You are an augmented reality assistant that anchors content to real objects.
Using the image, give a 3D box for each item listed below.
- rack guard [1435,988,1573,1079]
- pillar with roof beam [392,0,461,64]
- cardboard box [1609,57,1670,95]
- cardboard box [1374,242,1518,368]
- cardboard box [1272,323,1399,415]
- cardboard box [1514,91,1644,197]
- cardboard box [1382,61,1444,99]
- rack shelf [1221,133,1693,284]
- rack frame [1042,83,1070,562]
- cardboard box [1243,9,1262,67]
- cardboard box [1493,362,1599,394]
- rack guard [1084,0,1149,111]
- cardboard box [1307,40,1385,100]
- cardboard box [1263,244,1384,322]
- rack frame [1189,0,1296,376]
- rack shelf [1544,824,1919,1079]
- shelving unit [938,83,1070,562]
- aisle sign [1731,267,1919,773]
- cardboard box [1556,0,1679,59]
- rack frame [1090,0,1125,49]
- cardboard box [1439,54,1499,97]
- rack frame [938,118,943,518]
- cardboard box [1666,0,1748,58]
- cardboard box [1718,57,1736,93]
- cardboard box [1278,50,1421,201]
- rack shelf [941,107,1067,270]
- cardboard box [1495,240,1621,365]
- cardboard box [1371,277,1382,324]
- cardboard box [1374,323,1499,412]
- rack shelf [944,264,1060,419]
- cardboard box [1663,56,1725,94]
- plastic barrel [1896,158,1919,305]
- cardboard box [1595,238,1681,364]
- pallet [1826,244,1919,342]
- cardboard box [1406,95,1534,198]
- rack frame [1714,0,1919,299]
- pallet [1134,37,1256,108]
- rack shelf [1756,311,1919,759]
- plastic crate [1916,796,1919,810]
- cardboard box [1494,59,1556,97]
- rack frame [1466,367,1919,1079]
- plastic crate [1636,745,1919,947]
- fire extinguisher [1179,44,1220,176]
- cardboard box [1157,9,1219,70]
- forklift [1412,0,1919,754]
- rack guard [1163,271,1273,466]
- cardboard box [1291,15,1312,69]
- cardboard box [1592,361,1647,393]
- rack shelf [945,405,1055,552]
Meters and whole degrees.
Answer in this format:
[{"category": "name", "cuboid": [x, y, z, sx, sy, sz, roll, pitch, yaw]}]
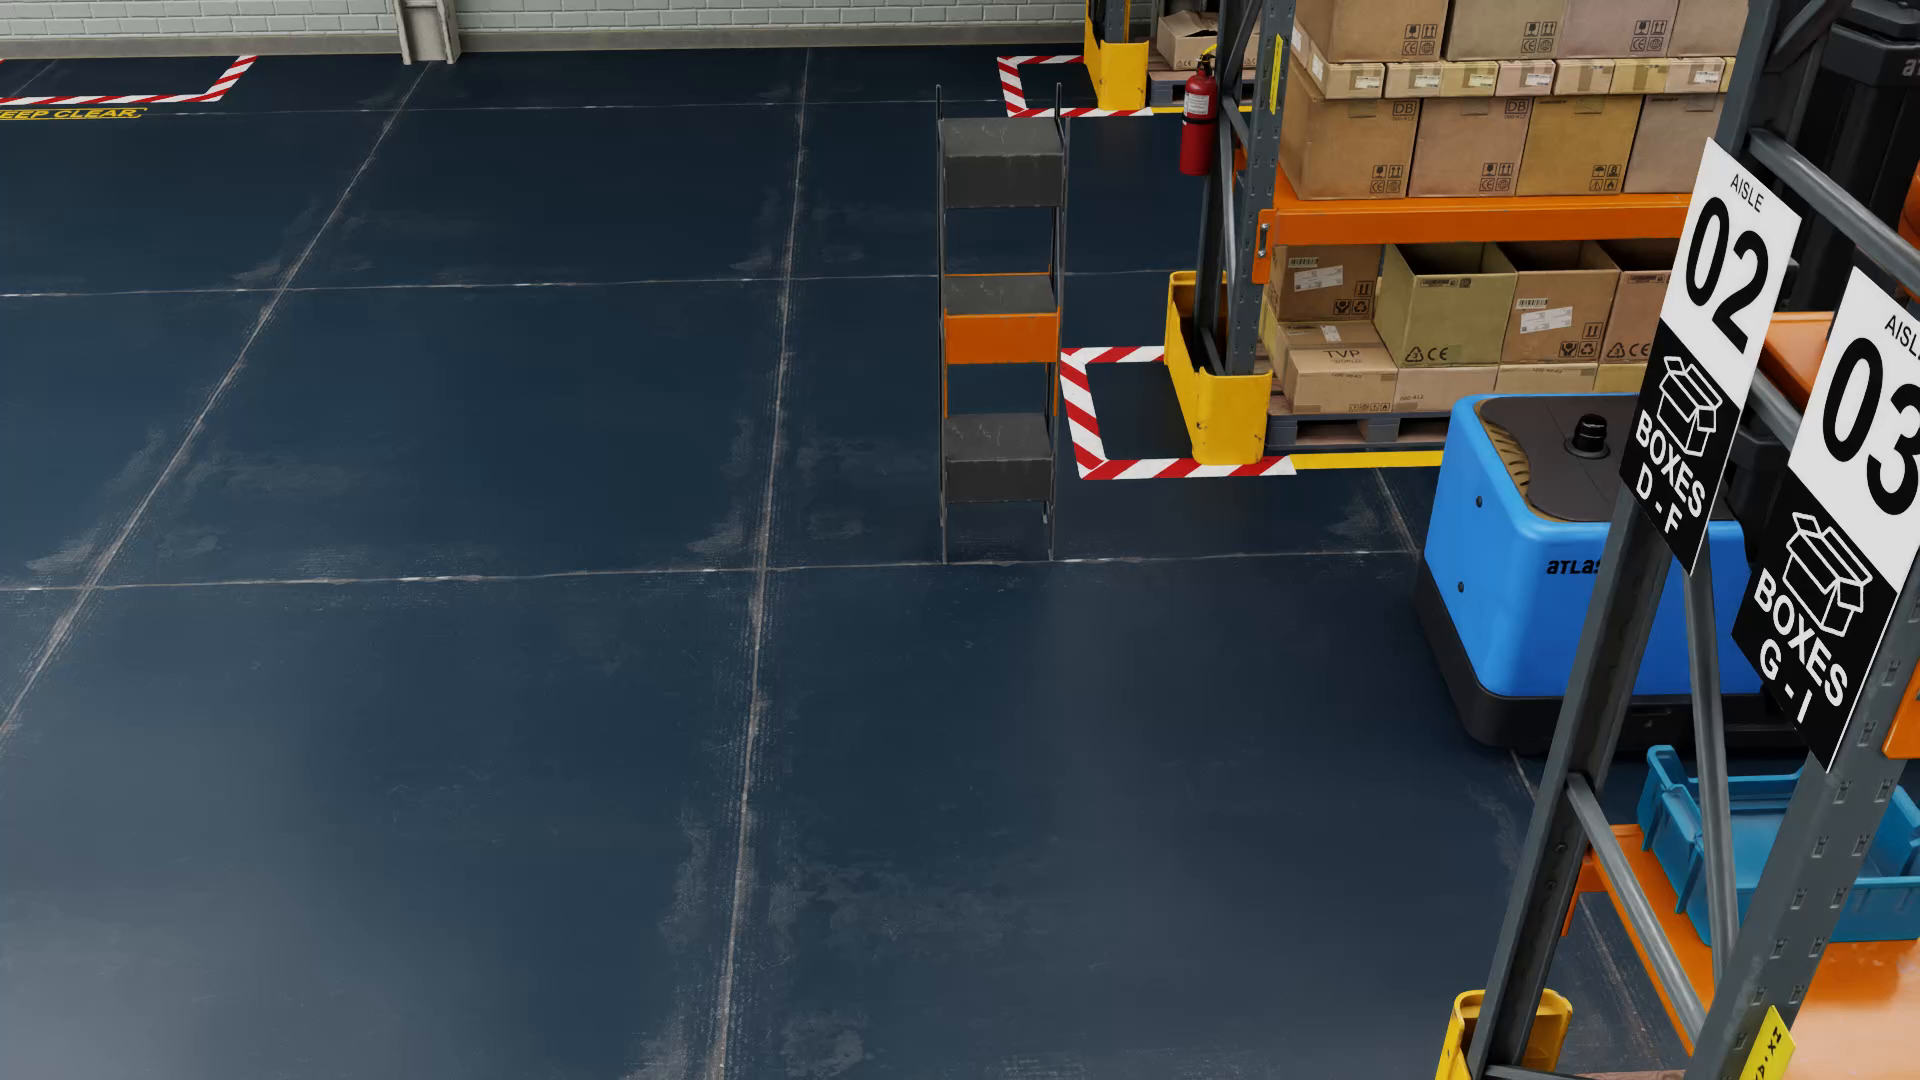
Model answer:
[{"category": "rack guard", "cuboid": [1.650, 1.874, 4.603, 0.348, 0.500, 1.175, -2, 35, -2]}, {"category": "pillar with roof beam", "cuboid": [-4.024, -5.125, 7.248, 0.400, 9.000, 9.100, -2, 35, -2]}, {"category": "cardboard box", "cuboid": [3.034, -2.173, 7.596, 0.250, 0.149, 0.380, -2, 35, -3]}, {"category": "cardboard box", "cuboid": [2.391, -1.194, 8.227, 0.500, 0.500, 0.500, -2, 35, -2]}, {"category": "cardboard box", "cuboid": [1.892, -0.871, 8.420, 0.500, 0.250, 0.500, -2, 35, -2]}, {"category": "cardboard box", "cuboid": [2.833, -2.014, 7.937, 0.500, 0.500, 0.700, -1, 35, -2]}, {"category": "cardboard box", "cuboid": [2.011, -2.146, 7.556, 0.250, 0.149, 0.380, -2, 35, -3]}, {"category": "rack shelf", "cuboid": [3.343, -1.699, 8.201, 4.000, 0.370, 1.077, -2, 35, -2]}, {"category": "rack frame", "cuboid": [0.409, -0.874, 7.168, 0.015, 2.100, 0.400, -2, 35, -2]}, {"category": "cardboard box", "cuboid": [2.372, -3.815, 12.602, 0.500, 0.311, 0.500, 1, 35, 2]}, {"category": "cardboard box", "cuboid": [2.890, -0.900, 8.461, 0.500, 0.250, 0.500, -2, 35, -2]}, {"category": "rack guard", "cuboid": [1.183, -3.731, 12.702, 0.348, 0.500, 1.175, -2, 35, -2]}, {"category": "cardboard box", "cuboid": [1.748, -2.137, 7.544, 0.250, 0.149, 0.380, -2, 35, -3]}, {"category": "cardboard box", "cuboid": [1.867, -1.475, 8.633, 0.500, 0.500, 0.500, -2, 35, -2]}, {"category": "rack frame", "cuboid": [1.346, -1.941, 7.919, 0.127, 3.000, 1.000, -2, 35, -2]}, {"category": "rack shelf", "cuboid": [3.574, 1.117, 4.133, 4.000, 0.370, 1.077, -2, 35, -2]}, {"category": "shelving unit", "cuboid": [0.168, -0.868, 7.159, 0.499, 2.100, 0.431, -2, 35, -2]}, {"category": "aisle sign", "cuboid": [1.518, -0.026, 2.867, 0.004, 0.787, 0.394, -2, 35, -2]}, {"category": "cardboard box", "cuboid": [2.894, -2.553, 7.576, 0.500, 0.500, 0.700, -1, 35, -2]}, {"category": "rack frame", "cuboid": [1.107, -4.757, 11.987, 0.127, 3.000, 1.000, -2, 35, -2]}, {"category": "cardboard box", "cuboid": [2.260, -2.151, 7.565, 0.250, 0.149, 0.380, -1, 35, -2]}, {"category": "rack frame", "cuboid": [-0.078, -0.861, 7.148, 0.006, 1.831, 0.380, -2, 35, -2]}, {"category": "cardboard box", "cuboid": [3.394, -2.567, 7.596, 0.500, 0.500, 0.700, -2, 35, -2]}, {"category": "cardboard box", "cuboid": [3.546, -2.185, 7.614, 0.250, 0.149, 0.380, 0, 35, -1]}, {"category": "cardboard box", "cuboid": [1.812, -1.987, 7.898, 0.500, 0.500, 0.700, -2, 35, -2]}, {"category": "rack shelf", "cuboid": [0.165, -1.432, 6.768, 0.480, 0.518, 0.431, -2, 35, -2]}, {"category": "cardboard box", "cuboid": [2.890, -1.215, 8.257, 0.500, 0.500, 0.500, -2, 35, -2]}, {"category": "cardboard box", "cuboid": [2.366, -1.186, 8.874, 0.500, 0.250, 0.500, -2, 35, -2]}, {"category": "cardboard box", "cuboid": [2.391, -0.886, 8.442, 0.500, 0.250, 0.500, -2, 35, -2]}, {"category": "rack shelf", "cuboid": [0.165, -0.857, 7.167, 0.480, 0.518, 0.431, -2, 35, -2]}, {"category": "cardboard box", "cuboid": [3.283, -2.178, 7.603, 0.250, 0.149, 0.380, -1, 35, -2]}, {"category": "plastic barrel", "cuboid": [2.056, -0.793, 2.878, 0.708, 0.830, 0.600, -2, 35, -2]}, {"category": "cardboard box", "cuboid": [3.390, -1.218, 8.263, 0.500, 0.500, 0.500, -2, 35, -2]}, {"category": "pallet", "cuboid": [2.407, -0.248, 3.002, 1.213, 0.211, 1.003, -2, 35, -2]}, {"category": "cardboard box", "cuboid": [4.548, -1.777, 8.332, 4.930, 1.340, 1.023, -1, 35, -1]}, {"category": "rack frame", "cuboid": [1.576, -1.592, 2.143, 0.127, 3.000, 1.000, -2, 35, -2]}, {"category": "pallet", "cuboid": [1.996, -3.614, 12.786, 1.213, 0.211, 1.003, -2, 35, -2]}, {"category": "rack shelf", "cuboid": [3.574, -0.117, 3.279, 4.000, 0.370, 1.077, -2, 35, -2]}, {"category": "plastic crate", "cuboid": [2.711, 0.738, 4.178, 0.408, 0.251, 0.499, -2, 35, -2]}, {"category": "cardboard box", "cuboid": [2.513, -2.157, 7.573, 0.250, 0.149, 0.380, -2, 35, -3]}, {"category": "rack frame", "cuboid": [1.576, 0.875, 3.850, 0.127, 3.000, 1.000, -2, 35, -2]}, {"category": "plastic crate", "cuboid": [2.062, 0.752, 4.158, 0.616, 0.251, 0.499, -2, 35, -2]}, {"category": "fire extinguisher", "cuboid": [1.205, -2.170, 8.318, 0.183, 0.674, 0.296, -2, 35, -2]}, {"category": "cardboard box", "cuboid": [1.803, -3.799, 12.580, 0.500, 0.311, 0.500, -5, 35, -8]}, {"category": "forklift", "cuboid": [2.480, -0.832, 6.377, 5.045, 2.935, 1.782, -1, 35, -1]}, {"category": "rack guard", "cuboid": [1.322, -0.912, 8.629, 0.348, 0.500, 1.175, -2, 35, -2]}, {"category": "cardboard box", "cuboid": [1.718, -2.367, 7.877, 0.250, 0.149, 0.380, -2, 35, -3]}, {"category": "cardboard box", "cuboid": [3.390, -0.910, 8.477, 0.500, 0.250, 0.500, -2, 35, -2]}, {"category": "rack shelf", "cuboid": [0.165, -0.281, 7.565, 0.480, 0.518, 0.431, -2, 35, -2]}]
